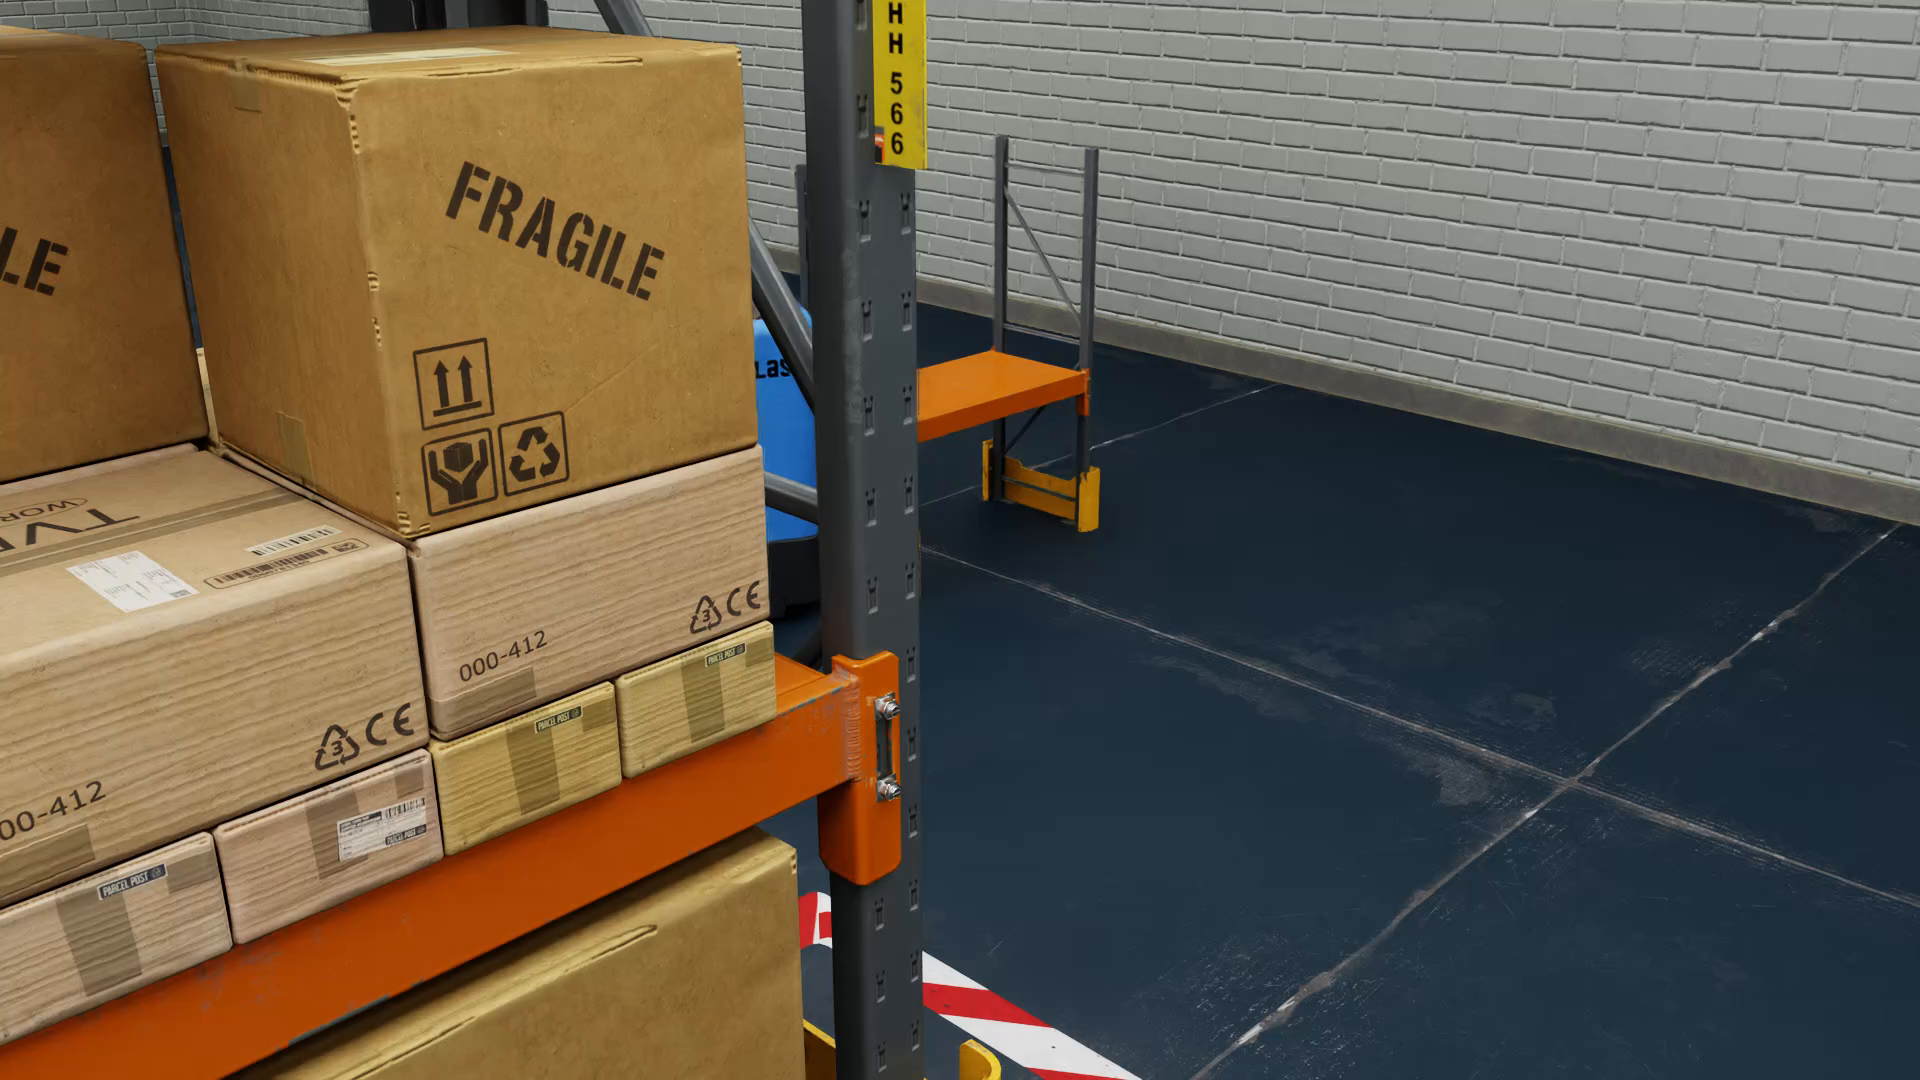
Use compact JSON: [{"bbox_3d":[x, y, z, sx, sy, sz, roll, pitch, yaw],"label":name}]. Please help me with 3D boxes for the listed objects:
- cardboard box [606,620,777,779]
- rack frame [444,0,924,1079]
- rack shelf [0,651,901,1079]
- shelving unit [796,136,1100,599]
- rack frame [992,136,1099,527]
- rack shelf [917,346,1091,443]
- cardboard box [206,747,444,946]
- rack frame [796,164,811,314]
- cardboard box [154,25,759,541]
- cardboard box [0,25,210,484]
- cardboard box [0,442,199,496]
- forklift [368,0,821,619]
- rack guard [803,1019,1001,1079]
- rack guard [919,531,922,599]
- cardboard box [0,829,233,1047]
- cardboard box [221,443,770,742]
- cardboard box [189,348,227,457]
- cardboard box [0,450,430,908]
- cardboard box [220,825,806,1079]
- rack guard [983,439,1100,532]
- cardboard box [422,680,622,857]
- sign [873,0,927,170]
[{"bbox_3d":[-0.471,0.163,2.319,0.250,0.149,0.380,-20,28,-41],"label":"cardboard box"},{"bbox_3d":[-0.459,-0.128,2.727,1.000,3.000,0.127,19,28,41],"label":"rack frame"},{"bbox_3d":[-1.854,0.722,1.518,1.077,0.370,4.000,19,28,41],"label":"rack shelf"},{"bbox_3d":[-0.022,-0.684,6.263,0.587,1.500,1.083,19,28,41],"label":"shelving unit"},{"bbox_3d":[0.327,-0.812,6.596,0.500,1.500,0.032,19,28,41],"label":"rack frame"},{"bbox_3d":[-0.028,-0.513,6.321,0.538,0.185,1.000,19,28,41],"label":"rack shelf"},{"bbox_3d":[-0.828,0.295,1.976,0.380,0.149,0.250,19,28,41],"label":"cardboard box"},{"bbox_3d":[-0.384,-0.551,5.917,0.500,1.500,0.032,19,28,41],"label":"rack frame"},{"bbox_3d":[-0.610,-0.356,2.069,0.500,0.500,0.500,20,29,41],"label":"cardboard box"},{"bbox_3d":[-1.336,-0.363,2.086,0.500,0.500,0.500,18,28,39],"label":"cardboard box"},{"bbox_3d":[-1.345,-0.006,2.203,0.500,0.250,0.500,19,28,40],"label":"cardboard box"},{"bbox_3d":[-2.035,-1.104,5.361,3.031,2.935,1.130,-7,22,-17],"label":"forklift"},{"bbox_3d":[-0.442,1.033,3.191,1.175,0.500,0.348,19,28,41],"label":"rack guard"},{"bbox_3d":[-0.370,0.028,6.154,0.587,0.250,0.087,19,28,41],"label":"rack guard"},{"bbox_3d":[-1.003,0.359,1.810,0.250,0.149,0.380,-20,28,-41],"label":"cardboard box"},{"bbox_3d":[-0.607,-0.006,2.204,0.500,0.250,0.500,19,28,40],"label":"cardboard box"},{"bbox_3d":[-0.987,-0.141,2.555,0.500,0.250,0.500,18,28,39],"label":"cardboard box"},{"bbox_3d":[-0.961,0.124,1.865,0.500,0.250,0.500,19,28,40],"label":"cardboard box"},{"bbox_3d":[-0.848,0.852,2.553,0.875,0.875,0.875,19,28,41],"label":"cardboard box"},{"bbox_3d":[0.326,-0.228,6.819,0.587,0.250,0.087,19,28,41],"label":"rack guard"},{"bbox_3d":[-0.651,0.230,2.145,0.380,0.149,0.250,20,28,41],"label":"cardboard box"},{"bbox_3d":[-0.080,-0.640,2.114,0.100,0.325,0.005,19,28,41],"label":"sign"}]
